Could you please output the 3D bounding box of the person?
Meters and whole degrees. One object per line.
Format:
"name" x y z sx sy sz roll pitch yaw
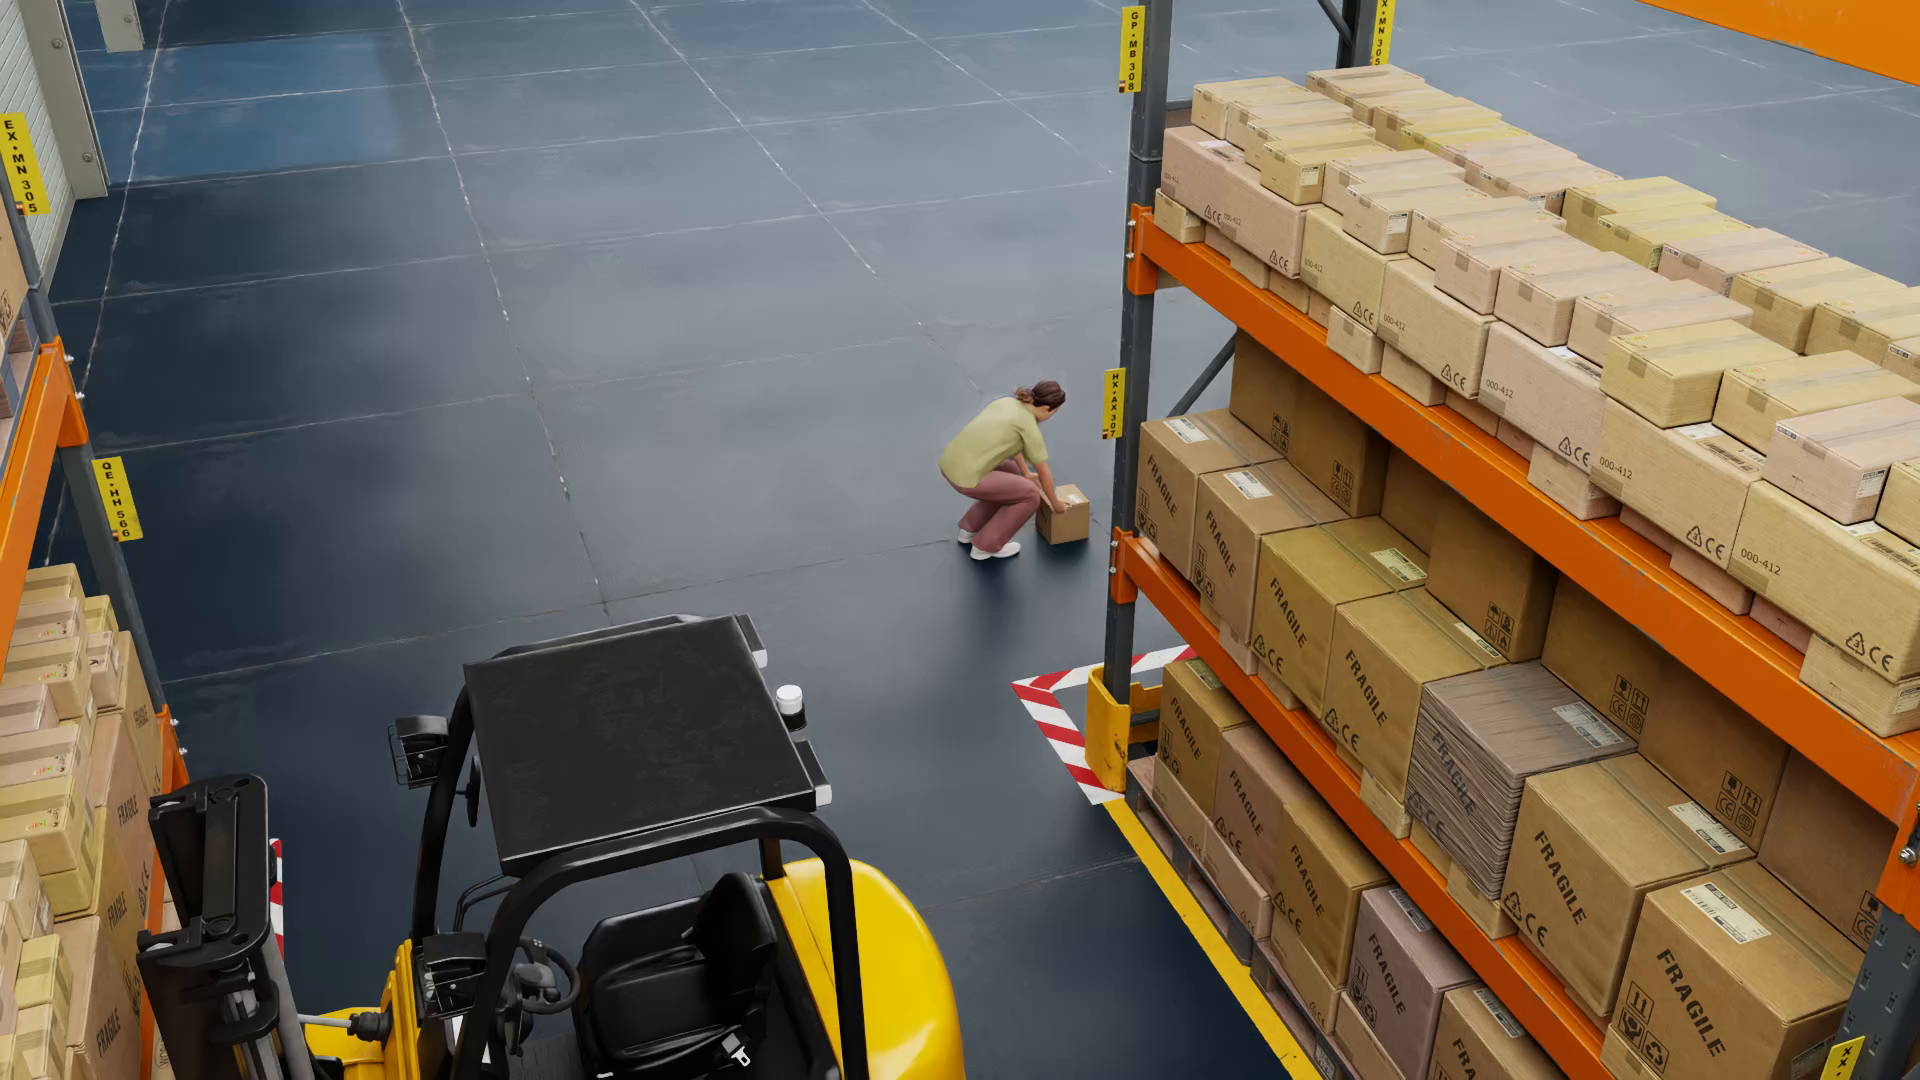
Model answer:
"person" 0.256 -0.419 9.773 0.787 0.974 0.495 -11 32 -18
